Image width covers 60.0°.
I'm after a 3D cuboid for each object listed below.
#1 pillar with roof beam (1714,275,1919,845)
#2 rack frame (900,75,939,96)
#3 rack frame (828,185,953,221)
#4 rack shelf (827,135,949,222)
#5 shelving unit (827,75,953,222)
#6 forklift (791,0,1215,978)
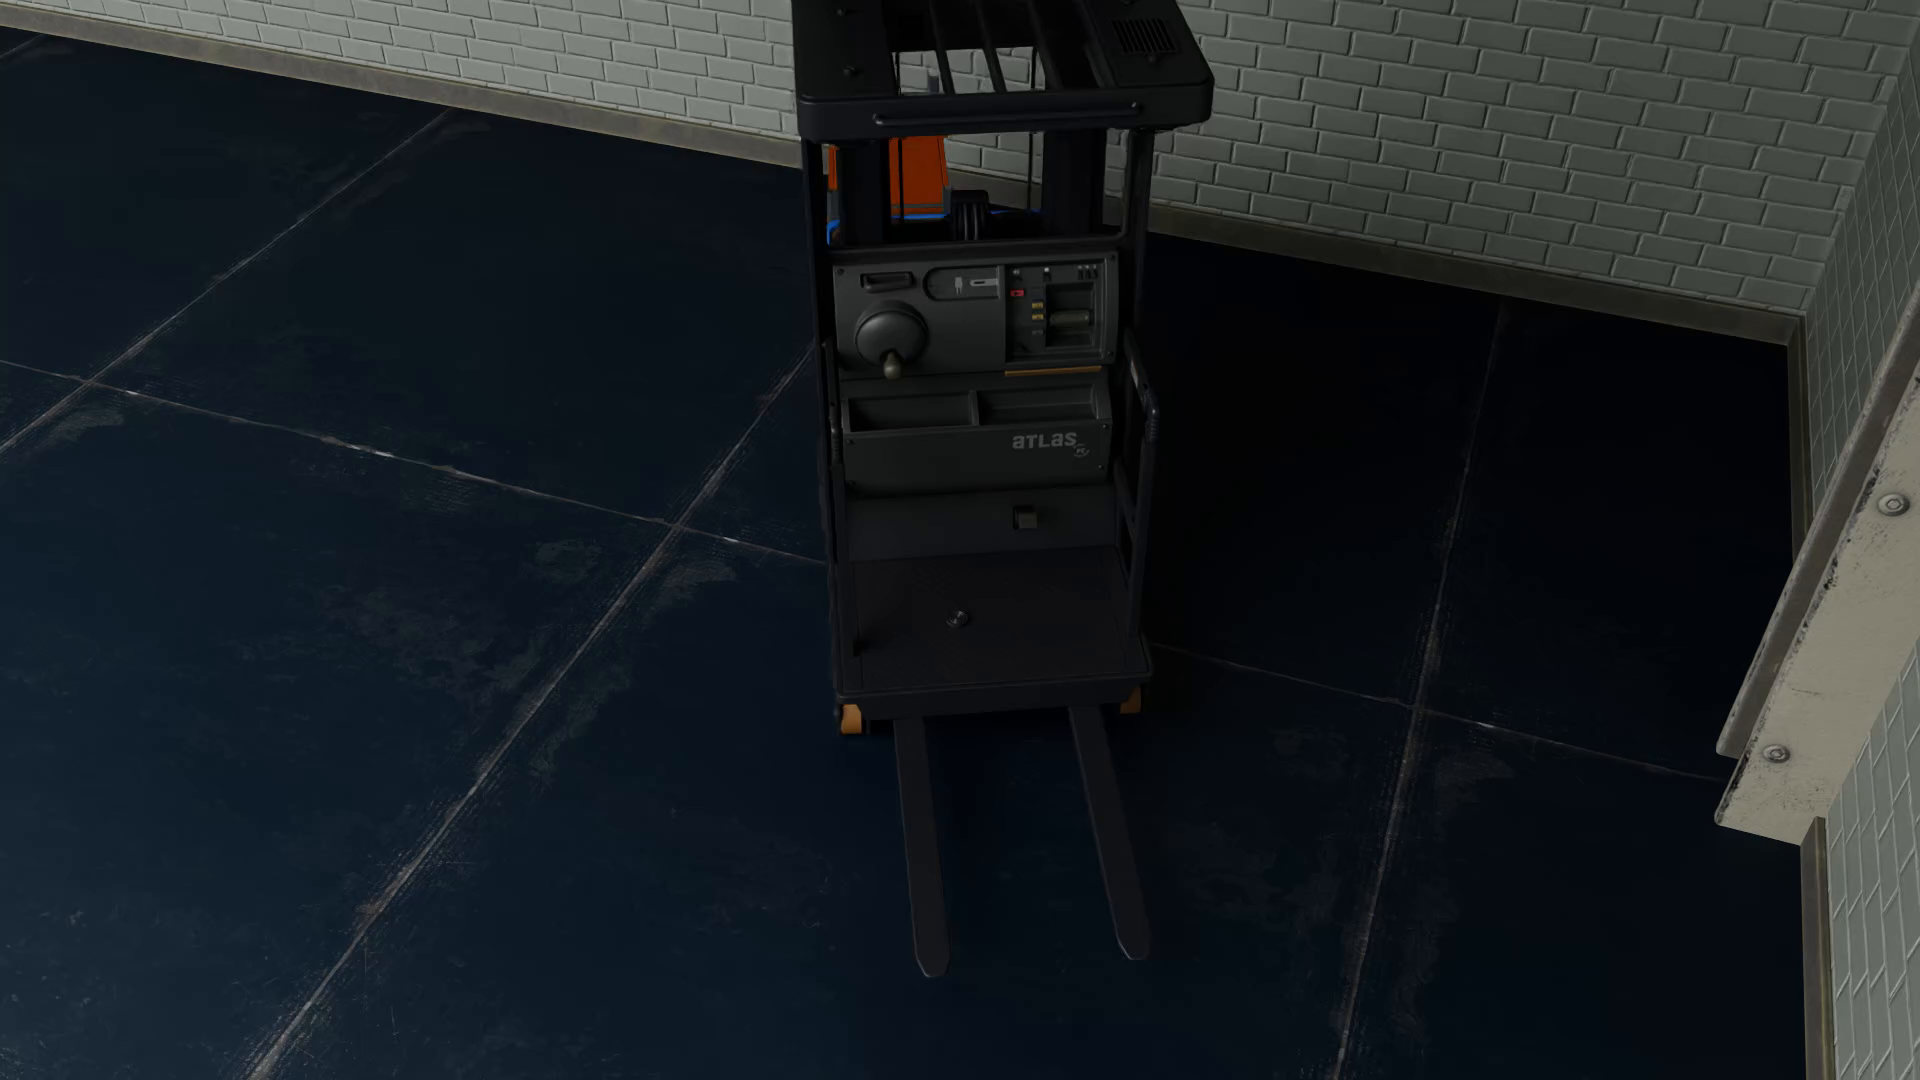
[{"bbox_3d":[-1.280,-3.506,3.926,9.100,9.000,0.400,13,42,15],"label":"pillar with roof beam"},{"bbox_3d":[-0.344,-1.640,7.805,0.500,1.125,0.032,-2,41,-3],"label":"rack frame"},{"bbox_3d":[-0.278,-0.981,7.033,0.500,1.125,0.032,-2,41,-3],"label":"rack frame"},{"bbox_3d":[-0.311,-1.533,7.229,0.538,0.278,1.000,-2,41,-3],"label":"rack shelf"},{"bbox_3d":[-0.311,-1.310,7.419,0.538,1.125,1.048,-2,41,-3],"label":"shelving unit"},{"bbox_3d":[0.080,-0.657,5.262,1.130,2.935,3.031,-4,41,-4],"label":"forklift"}]
